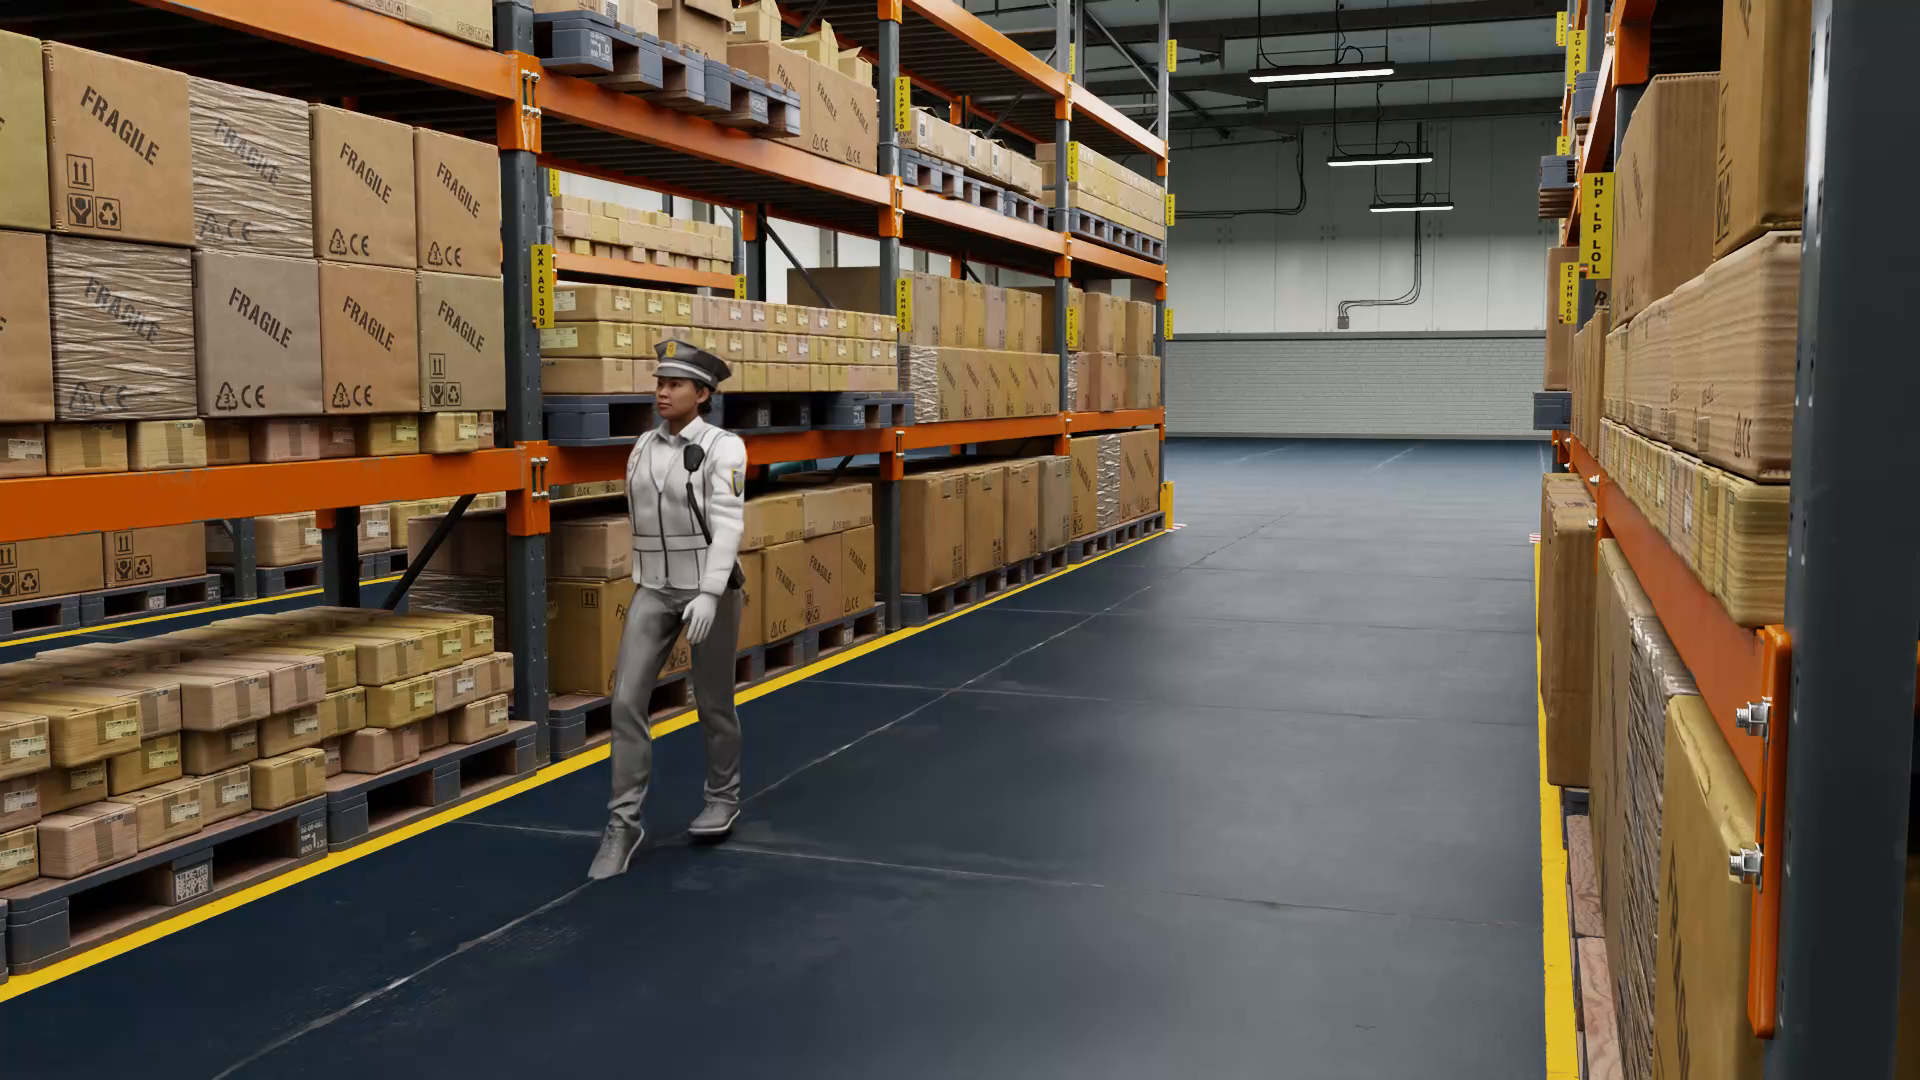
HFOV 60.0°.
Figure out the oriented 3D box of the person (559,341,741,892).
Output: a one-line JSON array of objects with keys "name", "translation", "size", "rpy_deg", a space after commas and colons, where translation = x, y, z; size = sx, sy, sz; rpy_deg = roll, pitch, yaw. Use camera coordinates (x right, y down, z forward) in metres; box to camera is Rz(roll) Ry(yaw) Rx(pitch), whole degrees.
[{"name": "person", "translation": [-0.953, 0.204, 5.367], "size": [0.480, 1.685, 0.854], "rpy_deg": [2, 6, 19]}]
